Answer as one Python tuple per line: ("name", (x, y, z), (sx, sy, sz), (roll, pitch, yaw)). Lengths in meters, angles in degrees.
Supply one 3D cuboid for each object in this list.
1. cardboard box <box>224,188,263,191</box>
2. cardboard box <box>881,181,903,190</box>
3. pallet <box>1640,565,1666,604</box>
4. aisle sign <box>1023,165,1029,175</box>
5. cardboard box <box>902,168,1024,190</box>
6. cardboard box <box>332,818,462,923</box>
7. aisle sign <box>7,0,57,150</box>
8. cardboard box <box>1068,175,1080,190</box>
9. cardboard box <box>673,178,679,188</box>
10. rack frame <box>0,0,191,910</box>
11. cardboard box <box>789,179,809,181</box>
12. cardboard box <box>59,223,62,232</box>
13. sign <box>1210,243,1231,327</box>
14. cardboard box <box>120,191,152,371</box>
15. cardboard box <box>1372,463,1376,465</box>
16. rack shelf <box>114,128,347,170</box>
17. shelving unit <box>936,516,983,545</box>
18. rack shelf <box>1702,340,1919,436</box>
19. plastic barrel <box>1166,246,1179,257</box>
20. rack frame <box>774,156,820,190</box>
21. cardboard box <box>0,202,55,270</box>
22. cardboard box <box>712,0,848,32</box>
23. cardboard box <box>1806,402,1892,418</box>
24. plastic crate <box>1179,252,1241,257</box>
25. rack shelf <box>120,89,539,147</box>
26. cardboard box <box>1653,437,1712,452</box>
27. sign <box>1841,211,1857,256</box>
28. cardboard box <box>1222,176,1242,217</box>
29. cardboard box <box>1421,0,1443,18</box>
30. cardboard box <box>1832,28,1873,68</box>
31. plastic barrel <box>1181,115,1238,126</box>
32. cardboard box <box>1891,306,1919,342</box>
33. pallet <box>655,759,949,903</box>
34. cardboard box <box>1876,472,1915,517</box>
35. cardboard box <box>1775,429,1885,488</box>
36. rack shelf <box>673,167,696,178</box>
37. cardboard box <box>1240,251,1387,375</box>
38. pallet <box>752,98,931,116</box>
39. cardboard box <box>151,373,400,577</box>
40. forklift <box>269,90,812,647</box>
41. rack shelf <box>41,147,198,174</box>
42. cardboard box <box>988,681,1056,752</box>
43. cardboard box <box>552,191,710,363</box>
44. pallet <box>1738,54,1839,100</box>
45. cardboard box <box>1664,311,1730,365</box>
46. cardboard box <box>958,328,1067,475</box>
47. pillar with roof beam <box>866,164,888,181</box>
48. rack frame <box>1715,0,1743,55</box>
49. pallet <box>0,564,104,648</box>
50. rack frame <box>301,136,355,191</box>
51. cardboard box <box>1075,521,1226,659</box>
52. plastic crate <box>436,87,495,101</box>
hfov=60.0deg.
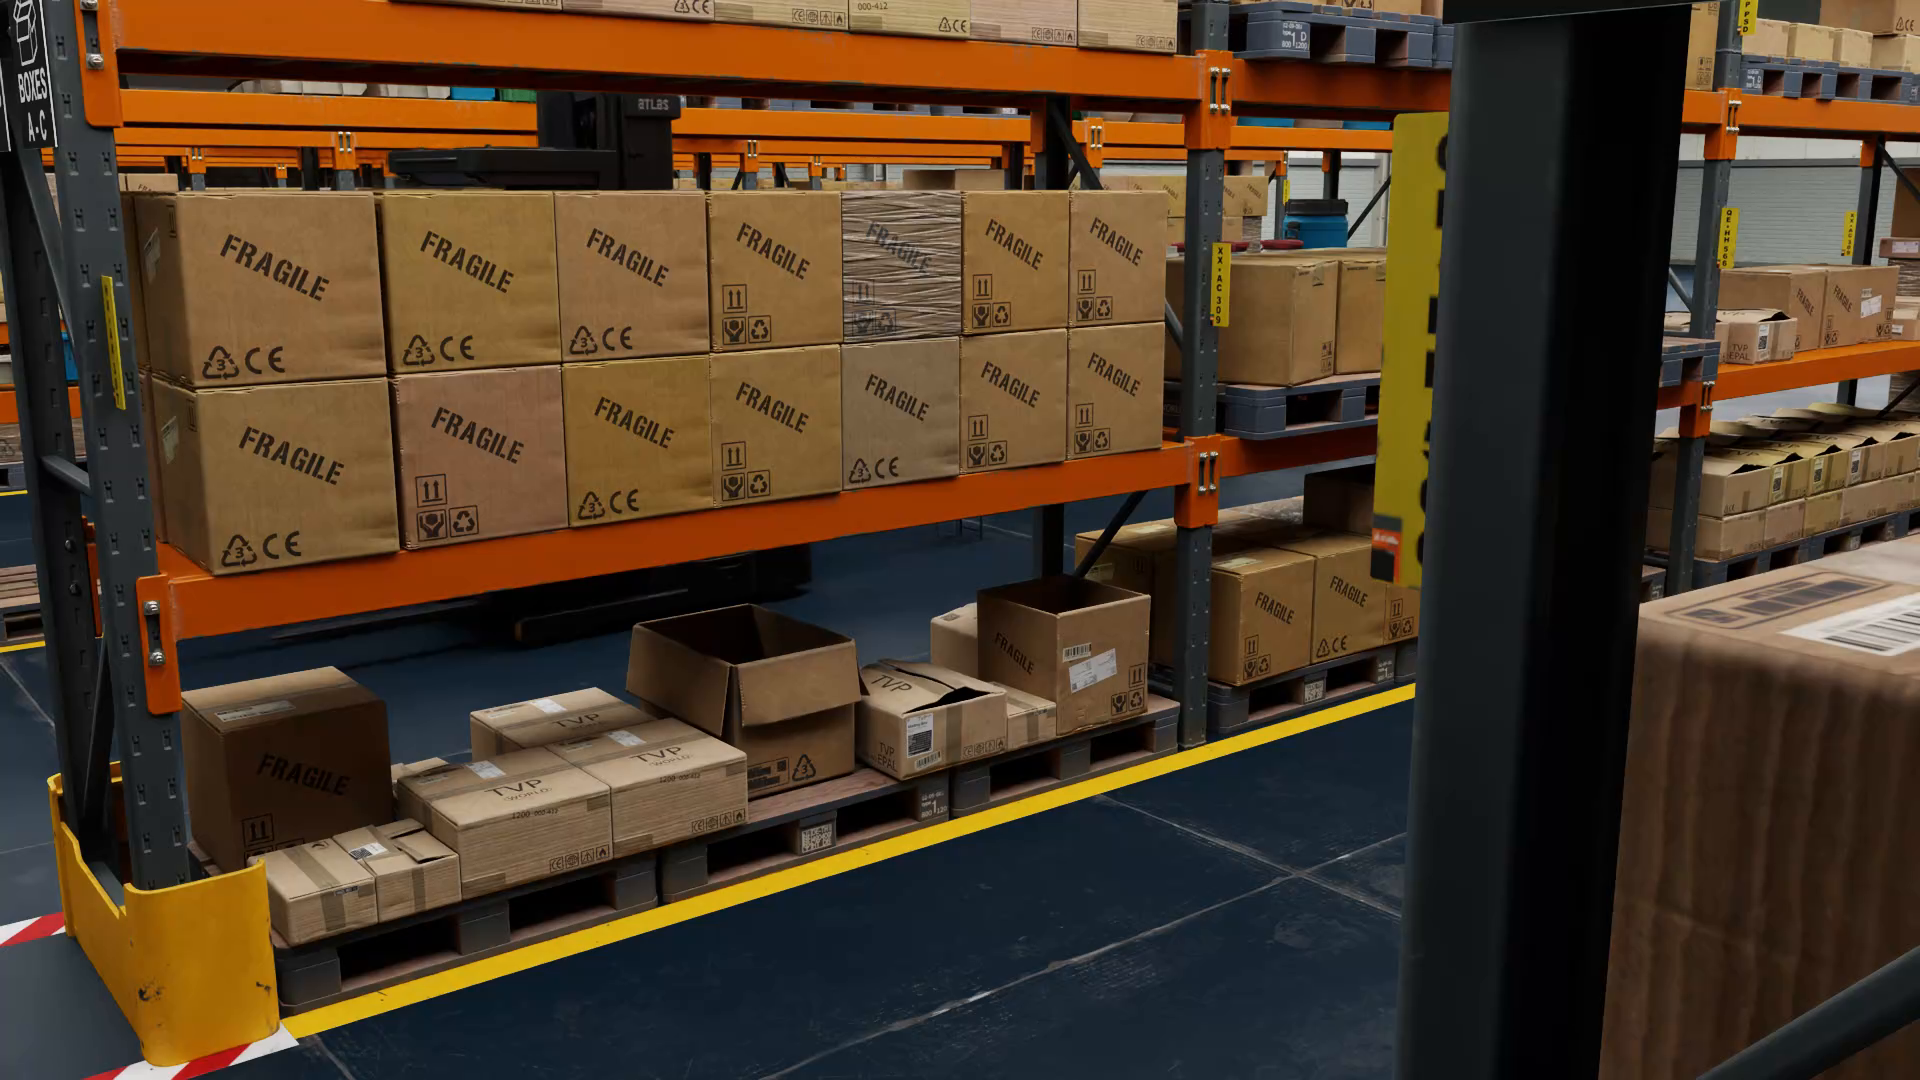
("cardboard box", (-9.998, -4.639, 23.107), (0.500, 0.500, 0.500), (-10, 15, -39))
("cardboard box", (-1.102, -4.918, 24.105), (0.550, 0.550, 0.875), (-9, 15, -38))
("pallet", (3.199, 0.263, 9.382), (1.213, 0.211, 1.003), (-9, 15, -38))
("aisle sign", (1.090, -5.887, 25.372), (0.004, 0.787, 0.394), (-9, 15, -38))
("cardboard box", (0.036, -3.737, 19.049), (1.000, 1.000, 1.000), (-9, 15, -37))
("cardboard box", (-1.704, 0.986, 5.026), (0.250, 0.166, 0.380), (-9, 15, -38))
("aisle sign", (-2.311, -1.369, 4.095), (0.004, 0.787, 0.394), (-9, 15, -38))
("cardboard box", (1.254, -4.019, 19.469), (0.500, 0.500, 0.500), (-9, 15, -38))
("cardboard box", (-4.968, -5.631, 27.061), (0.500, 0.500, 0.700), (-10, 15, -38))
("rack frame", (-2.441, -0.154, 4.631), (0.127, 3.000, 1.000), (-9, 15, -38))
("cardboard box", (-2.986, -5.962, 28.620), (0.500, 0.500, 0.700), (-9, 15, -37))
("cardboard box", (-9.519, -3.052, 17.323), (0.500, 0.500, 0.500), (-10, 15, -38))
("sign", (1.027, -1.009, 6.576), (0.005, 0.325, 0.100), (-9, 15, -38))
("cardboard box", (-2.265, -0.794, 4.999), (0.500, 0.500, 0.500), (-10, 15, -38))
("cardboard box", (2.385, -0.250, 8.239), (0.500, 0.250, 0.500), (-10, 15, -39))
("rack shelf", (-7.065, -3.136, 13.186), (4.000, 0.370, 1.077), (-9, 15, -38))
("shelving unit", (-0.006, -0.439, 11.030), (0.210, 0.900, 0.258), (-9, 15, -38))
("rack shelf", (5.368, -1.099, 10.817), (4.000, 0.370, 1.077), (-9, 15, -38))
("plastic barrel", (1.713, -2.273, 14.343), (0.421, 0.512, 0.421), (0, 12, 0))
("rack frame", (-2.276, -4.136, 23.384), (0.127, 3.000, 1.000), (-9, 15, -38))
("cardboard box", (-7.292, -2.352, 12.821), (0.500, 0.500, 0.500), (-10, 16, -39))
("cardboard box", (-0.707, -1.767, 5.368), (0.500, 0.250, 0.500), (-9, 15, -38))
("cardboard box", (6.451, -0.832, 12.086), (0.500, 0.311, 0.500), (-9, 15, -37))
("plastic crate", (2.167, -2.187, 14.053), (0.583, 0.464, 0.402), (-9, 15, -38))
("rack shelf", (-3.971, -2.333, 9.402), (4.000, 0.370, 1.077), (-9, 15, -38))
("cardboard box", (4.463, -0.503, 10.534), (0.500, 0.311, 0.500), (-10, 15, -39))
("sign", (6.581, -2.263, 12.289), (0.005, 0.325, 0.100), (-9, 15, -38))
("cardboard box", (3.205, -4.343, 20.998), (0.500, 0.500, 0.500), (-9, 15, -38))
("cardboard box", (2.162, -2.670, 7.768), (0.600, 0.600, 0.600), (-10, 16, -40))
("cardboard box", (5.398, -3.072, 10.503), (0.500, 0.250, 0.500), (-11, 16, -42))
("plastic barrel", (2.002, -3.829, 13.685), (0.708, 0.830, 0.600), (-9, 15, -38))
("cardboard box", (6.357, -1.501, 11.301), (0.258, 0.266, 0.396), (-10, 16, -39))
("pallet", (-0.808, 0.940, 6.197), (1.213, 0.211, 1.003), (-9, 15, -38))
("cardboard box", (5.991, -0.339, 11.111), (0.500, 0.250, 0.500), (-9, 15, -36))
("cardboard box", (5.604, -0.549, 10.751), (0.500, 0.311, 0.500), (-10, 15, -38))
("rack shelf", (-6.989, -7.105, 31.877), (4.000, 0.370, 1.077), (-9, 15, -38))
("cardboard box", (1.689, -1.052, 7.609), (0.500, 0.500, 0.700), (-7, 14, -29))
("pallet", (-0.974, -3.117, 11.818), (1.213, 0.211, 1.003), (-9, 15, -38))
("cardboard box", (-1.930, -0.217, 4.691), (0.500, 0.500, 0.500), (-9, 15, -36))
("forklift", (-2.312, -1.006, 8.812), (3.031, 2.935, 1.130), (-10, 16, -39))
("rack shelf", (-10.085, -3.953, 17.036), (4.000, 0.370, 1.077), (-9, 15, -38))
("cardboard box", (0.159, 0.685, 6.486), (0.250, 0.149, 0.380), (-9, 15, -38))
("cardboard box", (-1.133, -0.840, 5.214), (0.500, 0.500, 0.500), (-9, 15, -37))
("pallet", (4.280, -2.669, 9.711), (1.003, 0.211, 1.213), (-9, 15, -35))
("cardboard box", (4.117, -1.188, 9.718), (0.500, 0.311, 0.500), (-8, 15, -34))
("cardboard box", (0.051, -0.548, 6.248), (0.500, 0.500, 0.500), (-9, 15, -36))
("pillar with roof beam", (0.840, -9.320, 33.354), (0.548, 9.000, 9.100), (-9, 15, -38))
("rack frame", (3.806, -4.126, 8.897), (0.127, 3.000, 1.000), (-9, 15, -38))
("pallet", (-4.864, 0.306, 9.181), (1.213, 0.211, 1.003), (-9, 15, -38))
("rack frame", (-5.503, -2.280, 14.645), (0.127, 3.000, 1.000), (-9, 15, -38))
("cardboard box", (0.889, 0.224, 7.810), (0.500, 0.500, 0.500), (-10, 15, -38))
("plastic crate", (-2.921, -2.692, 9.767), (0.300, 0.233, 0.416), (-9, 15, -38))
